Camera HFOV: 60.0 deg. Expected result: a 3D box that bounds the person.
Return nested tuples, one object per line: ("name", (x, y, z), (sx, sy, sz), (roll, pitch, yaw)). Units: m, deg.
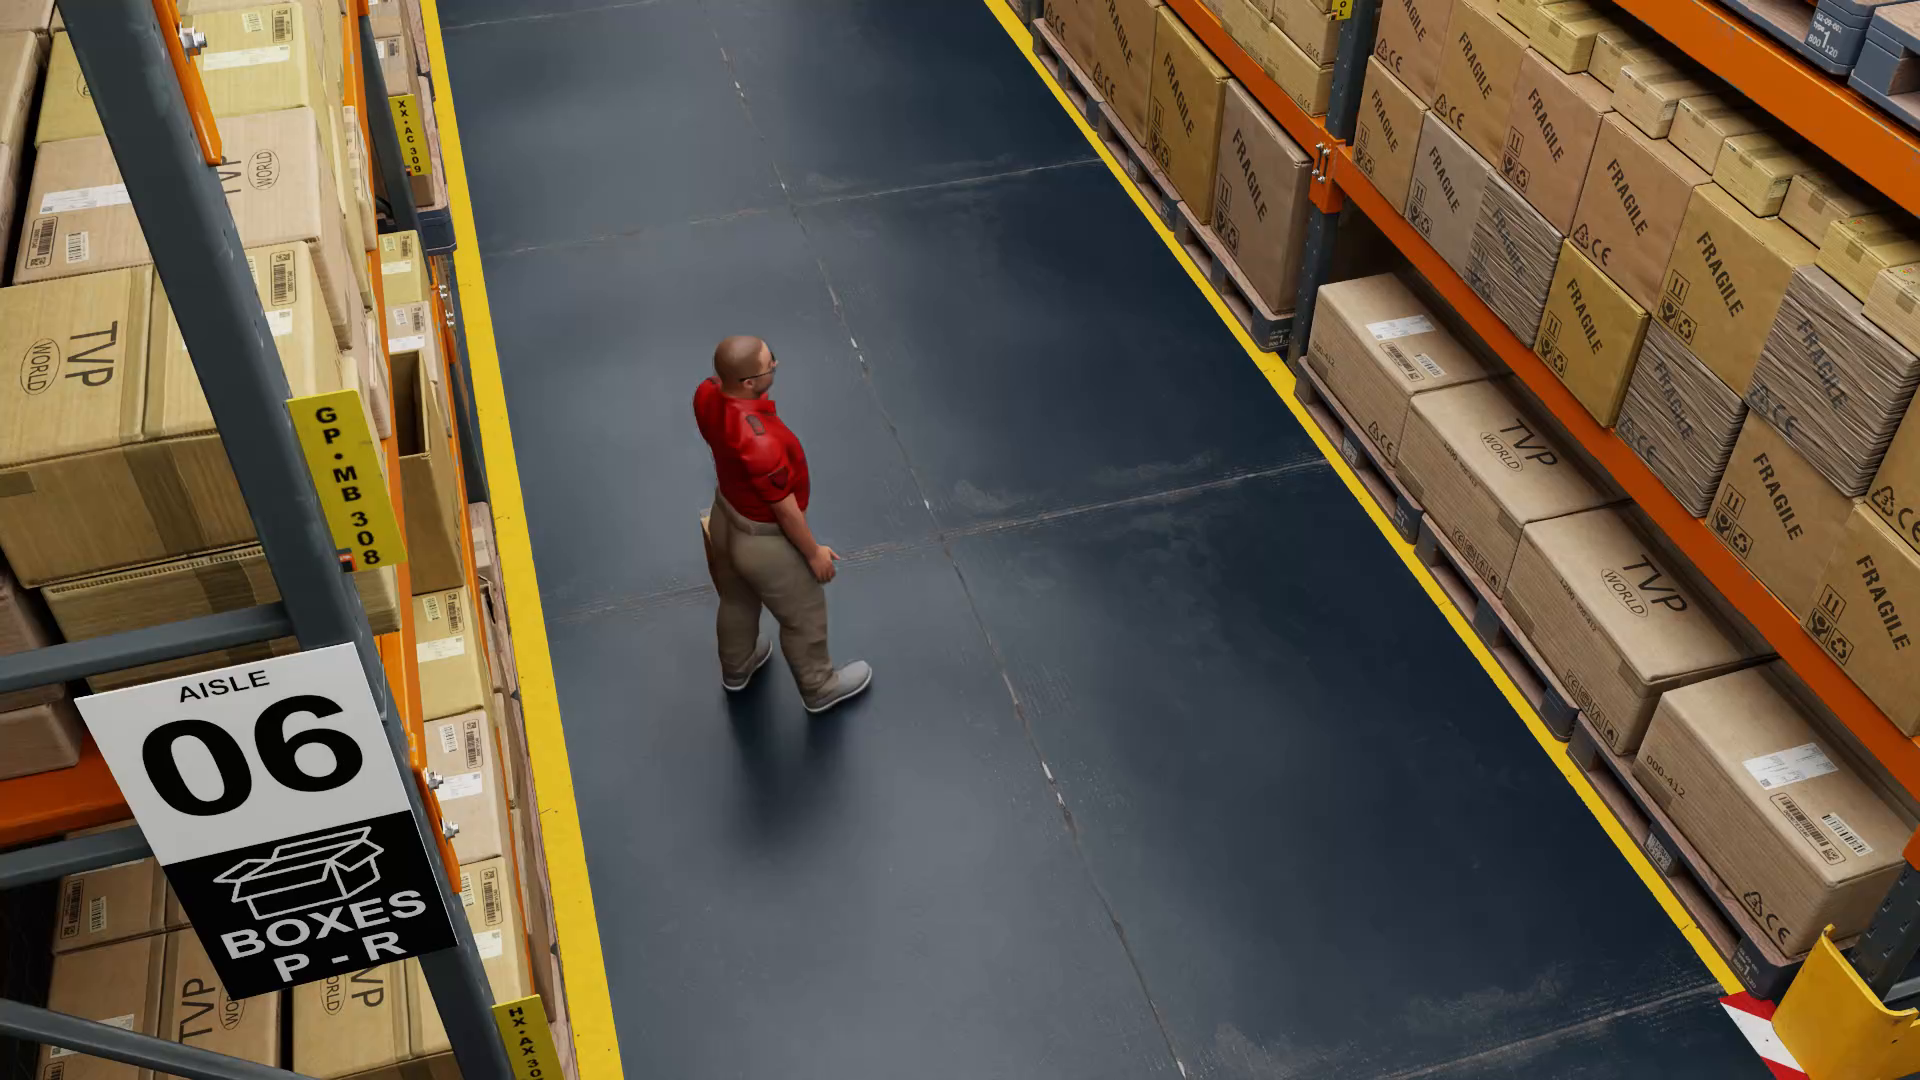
("person", (-0.667, -0.066, 6.213), (0.536, 1.731, 0.595), (-24, 47, -25))
